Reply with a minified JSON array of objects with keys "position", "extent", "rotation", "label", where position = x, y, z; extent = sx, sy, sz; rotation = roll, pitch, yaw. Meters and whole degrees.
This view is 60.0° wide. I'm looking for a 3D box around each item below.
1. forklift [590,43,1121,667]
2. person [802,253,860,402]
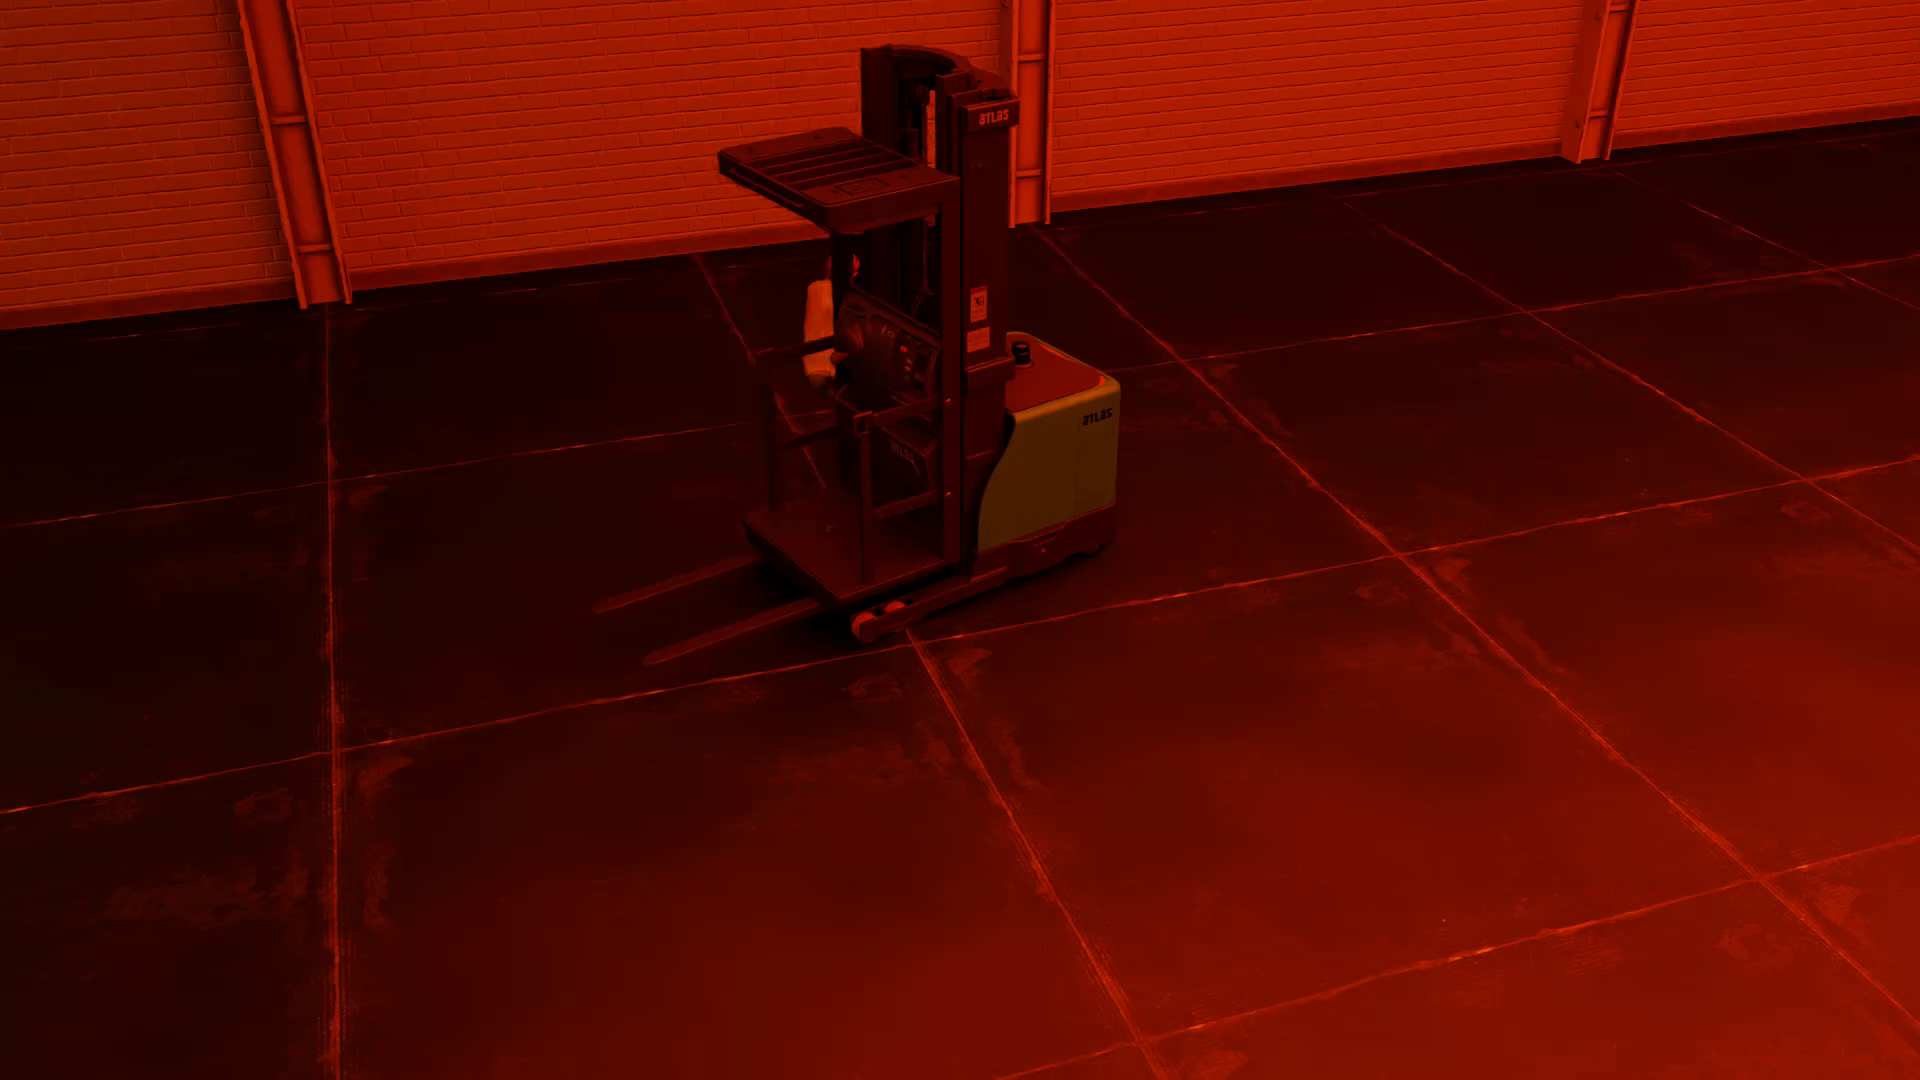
[{"position":[-0.564,-1.009,8.841],"extent":[3.031,2.935,1.130],"rotation":[-20,35,-30],"label":"forklift"},{"position":[-0.648,-1.178,10.717],"extent":[0.837,1.369,0.807],"rotation":[14,33,22],"label":"person"}]
